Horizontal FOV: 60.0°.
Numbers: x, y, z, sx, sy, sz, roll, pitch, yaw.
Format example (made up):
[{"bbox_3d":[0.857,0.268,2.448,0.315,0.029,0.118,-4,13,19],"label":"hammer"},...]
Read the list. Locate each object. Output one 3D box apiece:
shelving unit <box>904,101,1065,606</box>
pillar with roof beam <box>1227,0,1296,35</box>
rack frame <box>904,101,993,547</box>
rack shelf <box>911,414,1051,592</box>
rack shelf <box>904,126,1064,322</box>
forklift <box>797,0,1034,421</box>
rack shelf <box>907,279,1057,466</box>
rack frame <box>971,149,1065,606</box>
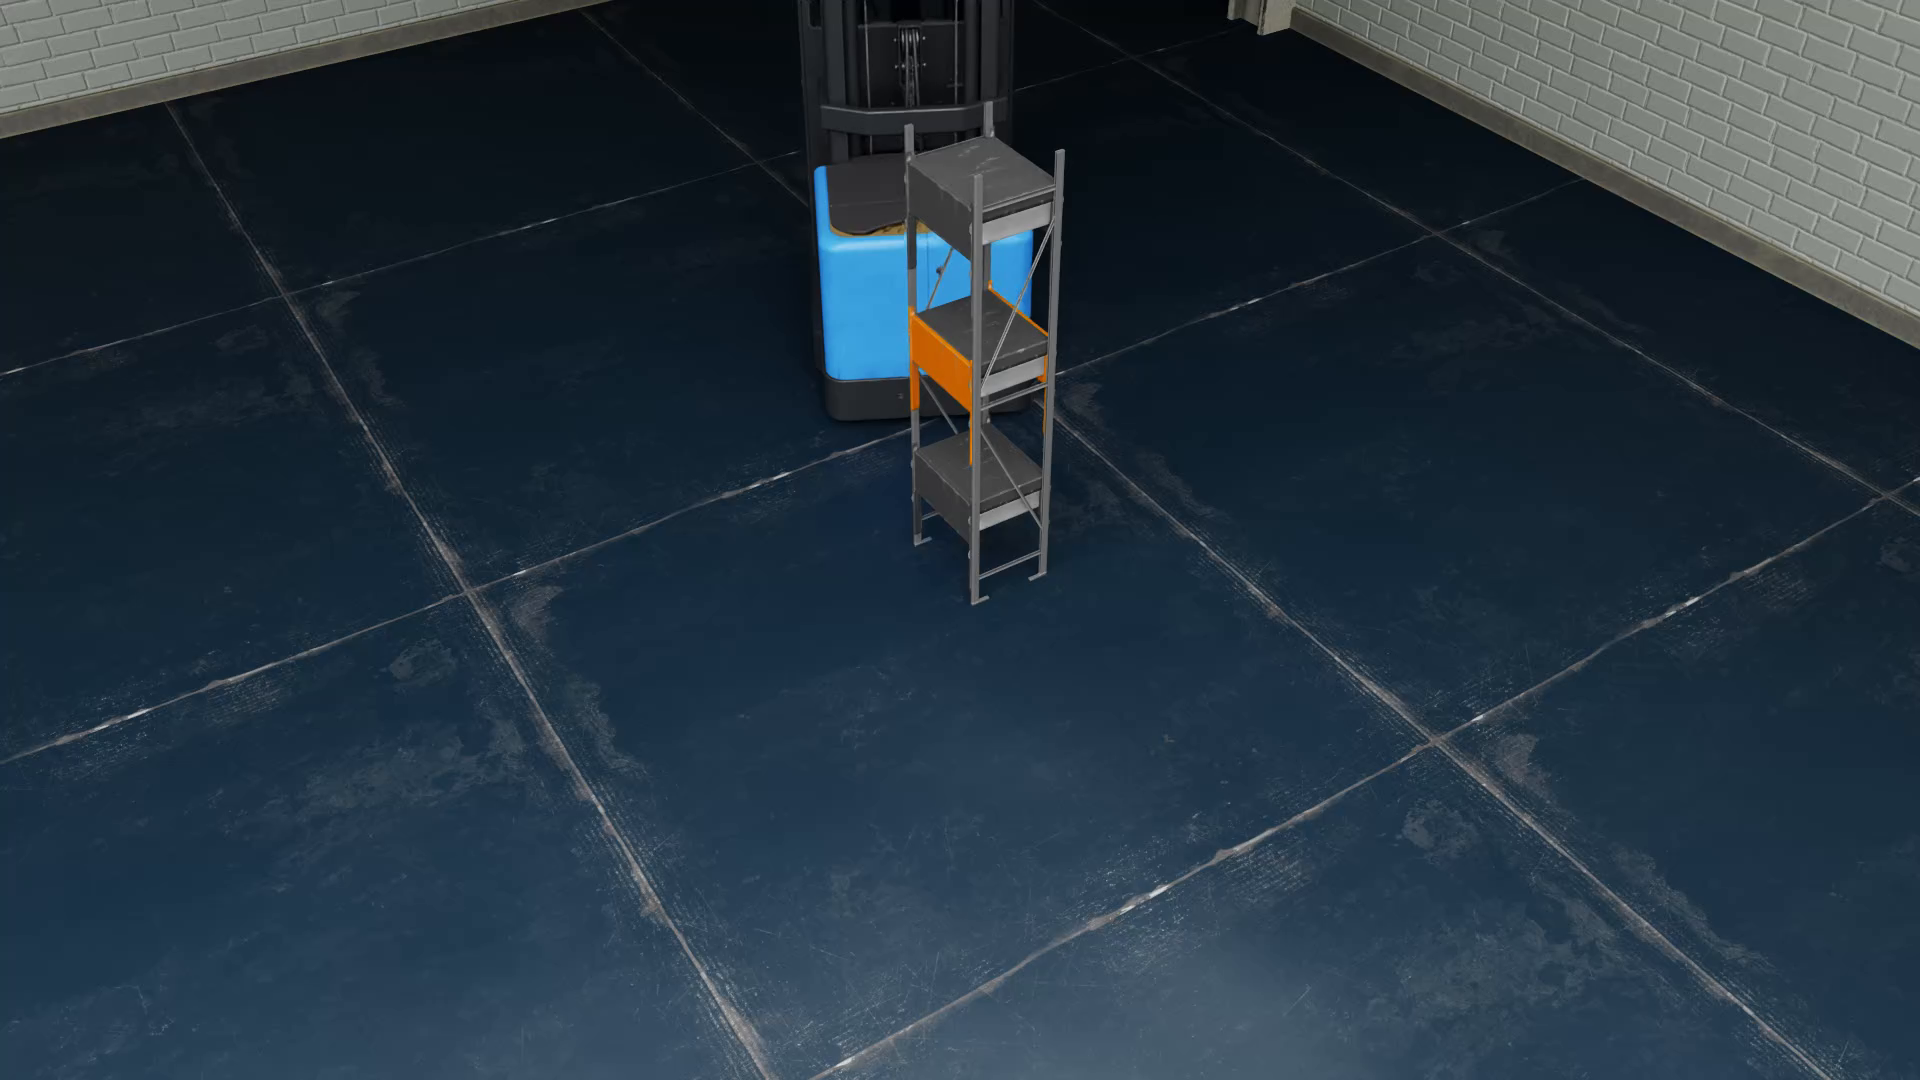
[{"bbox_3d":[0.089,-0.717,6.971,0.431,2.100,0.503,-22,45,-24],"label":"shelving unit"},{"bbox_3d":[-1.399,-5.832,7.719,9.100,9.000,0.400,-22,45,-24],"label":"pillar with roof beam"},{"bbox_3d":[-0.042,-0.849,7.129,0.400,2.100,0.015,-22,45,-24],"label":"rack frame"},{"bbox_3d":[0.089,-0.169,7.427,0.431,0.518,0.480,-22,45,-24],"label":"rack shelf"},{"bbox_3d":[0.089,-1.245,6.531,0.431,0.518,0.480,-22,45,-24],"label":"rack shelf"},{"bbox_3d":[-0.295,-2.660,8.652,1.130,2.935,3.031,-4,40,-4],"label":"forklift"},{"bbox_3d":[0.089,-0.707,6.979,0.431,0.518,0.480,-22,45,-24],"label":"rack shelf"},{"bbox_3d":[0.220,-0.586,6.813,0.400,2.100,0.015,-22,45,-24],"label":"rack frame"}]
